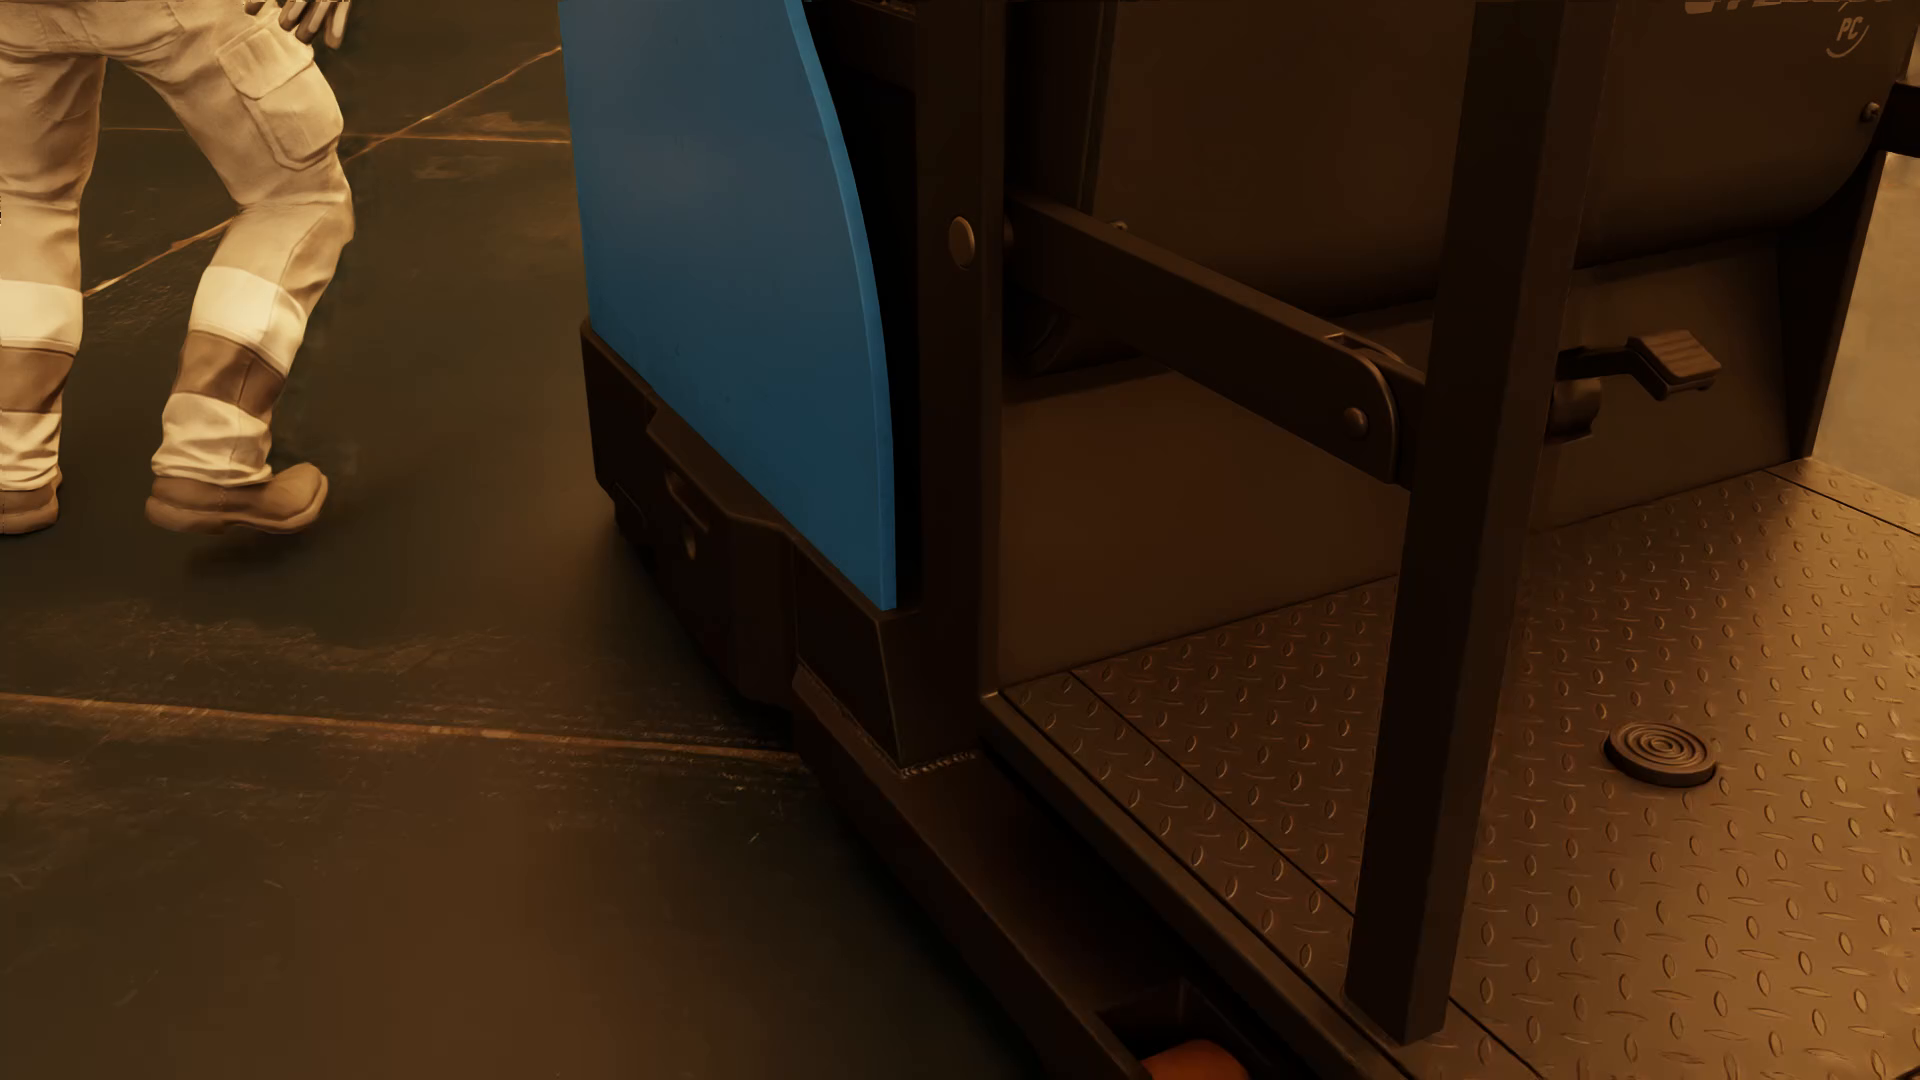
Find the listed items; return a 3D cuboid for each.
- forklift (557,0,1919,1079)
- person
[{"bbox_3d":[0.588,-0.891,1.003,1.130,2.935,3.031,-14,30,-25],"label":"forklift"},{"bbox_3d":[-1.186,-0.798,2.207,0.912,1.692,0.483,7,27,14],"label":"person"}]
